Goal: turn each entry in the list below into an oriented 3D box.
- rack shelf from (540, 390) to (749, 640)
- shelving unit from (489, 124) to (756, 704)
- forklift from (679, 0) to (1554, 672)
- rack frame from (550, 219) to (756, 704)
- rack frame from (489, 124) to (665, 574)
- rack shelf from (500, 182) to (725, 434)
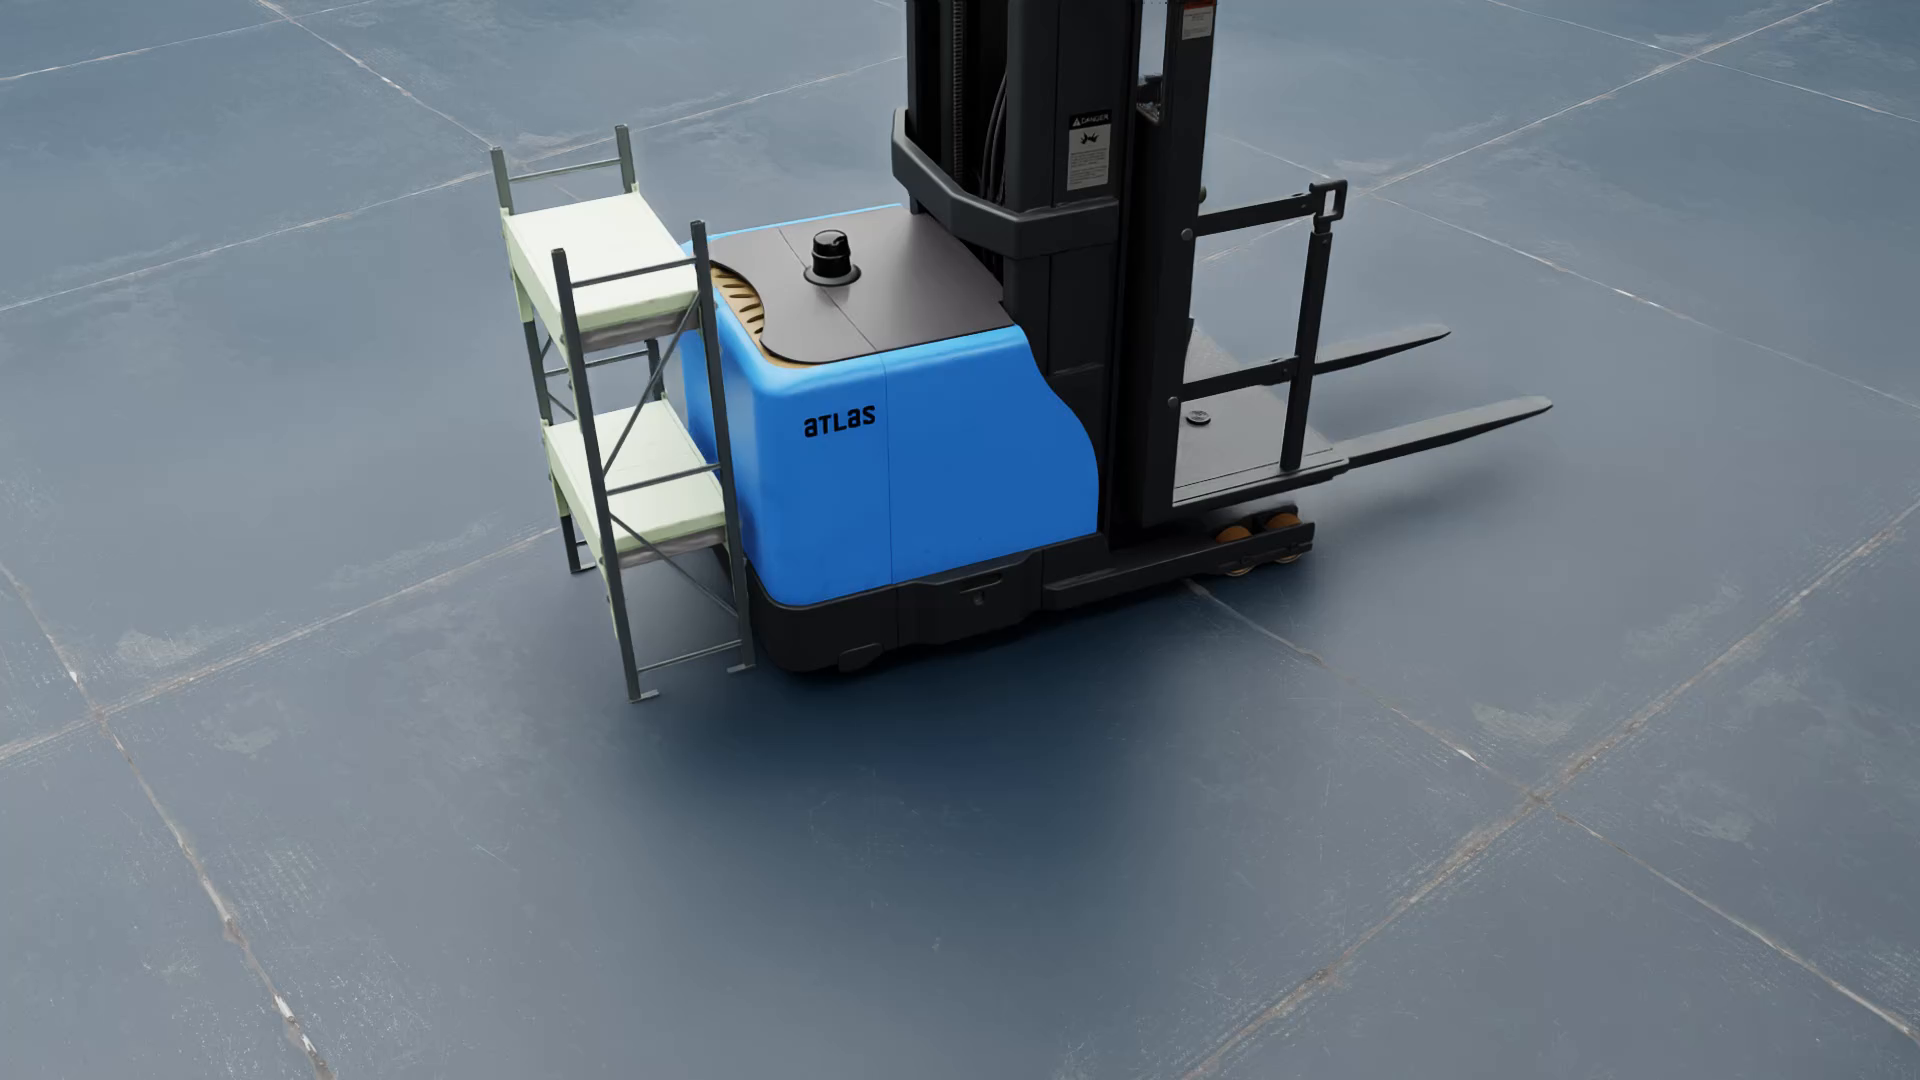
[{"bbox_3d":[-0.982,-0.095,5.144,0.431,0.370,0.720,-16,38,-19],"label":"rack shelf"},{"bbox_3d":[-0.987,-0.360,4.953,0.431,1.500,0.755,-16,38,-19],"label":"shelving unit"},{"bbox_3d":[0.645,-1.341,5.107,3.031,2.935,1.130,-14,38,-19],"label":"forklift"},{"bbox_3d":[-0.834,-0.168,4.682,0.400,1.500,0.023,-16,38,-19],"label":"rack frame"},{"bbox_3d":[-1.141,-0.552,5.224,0.400,1.500,0.023,-16,38,-19],"label":"rack frame"},{"bbox_3d":[-0.994,-0.677,4.725,0.431,0.370,0.720,-16,38,-19],"label":"rack shelf"}]
